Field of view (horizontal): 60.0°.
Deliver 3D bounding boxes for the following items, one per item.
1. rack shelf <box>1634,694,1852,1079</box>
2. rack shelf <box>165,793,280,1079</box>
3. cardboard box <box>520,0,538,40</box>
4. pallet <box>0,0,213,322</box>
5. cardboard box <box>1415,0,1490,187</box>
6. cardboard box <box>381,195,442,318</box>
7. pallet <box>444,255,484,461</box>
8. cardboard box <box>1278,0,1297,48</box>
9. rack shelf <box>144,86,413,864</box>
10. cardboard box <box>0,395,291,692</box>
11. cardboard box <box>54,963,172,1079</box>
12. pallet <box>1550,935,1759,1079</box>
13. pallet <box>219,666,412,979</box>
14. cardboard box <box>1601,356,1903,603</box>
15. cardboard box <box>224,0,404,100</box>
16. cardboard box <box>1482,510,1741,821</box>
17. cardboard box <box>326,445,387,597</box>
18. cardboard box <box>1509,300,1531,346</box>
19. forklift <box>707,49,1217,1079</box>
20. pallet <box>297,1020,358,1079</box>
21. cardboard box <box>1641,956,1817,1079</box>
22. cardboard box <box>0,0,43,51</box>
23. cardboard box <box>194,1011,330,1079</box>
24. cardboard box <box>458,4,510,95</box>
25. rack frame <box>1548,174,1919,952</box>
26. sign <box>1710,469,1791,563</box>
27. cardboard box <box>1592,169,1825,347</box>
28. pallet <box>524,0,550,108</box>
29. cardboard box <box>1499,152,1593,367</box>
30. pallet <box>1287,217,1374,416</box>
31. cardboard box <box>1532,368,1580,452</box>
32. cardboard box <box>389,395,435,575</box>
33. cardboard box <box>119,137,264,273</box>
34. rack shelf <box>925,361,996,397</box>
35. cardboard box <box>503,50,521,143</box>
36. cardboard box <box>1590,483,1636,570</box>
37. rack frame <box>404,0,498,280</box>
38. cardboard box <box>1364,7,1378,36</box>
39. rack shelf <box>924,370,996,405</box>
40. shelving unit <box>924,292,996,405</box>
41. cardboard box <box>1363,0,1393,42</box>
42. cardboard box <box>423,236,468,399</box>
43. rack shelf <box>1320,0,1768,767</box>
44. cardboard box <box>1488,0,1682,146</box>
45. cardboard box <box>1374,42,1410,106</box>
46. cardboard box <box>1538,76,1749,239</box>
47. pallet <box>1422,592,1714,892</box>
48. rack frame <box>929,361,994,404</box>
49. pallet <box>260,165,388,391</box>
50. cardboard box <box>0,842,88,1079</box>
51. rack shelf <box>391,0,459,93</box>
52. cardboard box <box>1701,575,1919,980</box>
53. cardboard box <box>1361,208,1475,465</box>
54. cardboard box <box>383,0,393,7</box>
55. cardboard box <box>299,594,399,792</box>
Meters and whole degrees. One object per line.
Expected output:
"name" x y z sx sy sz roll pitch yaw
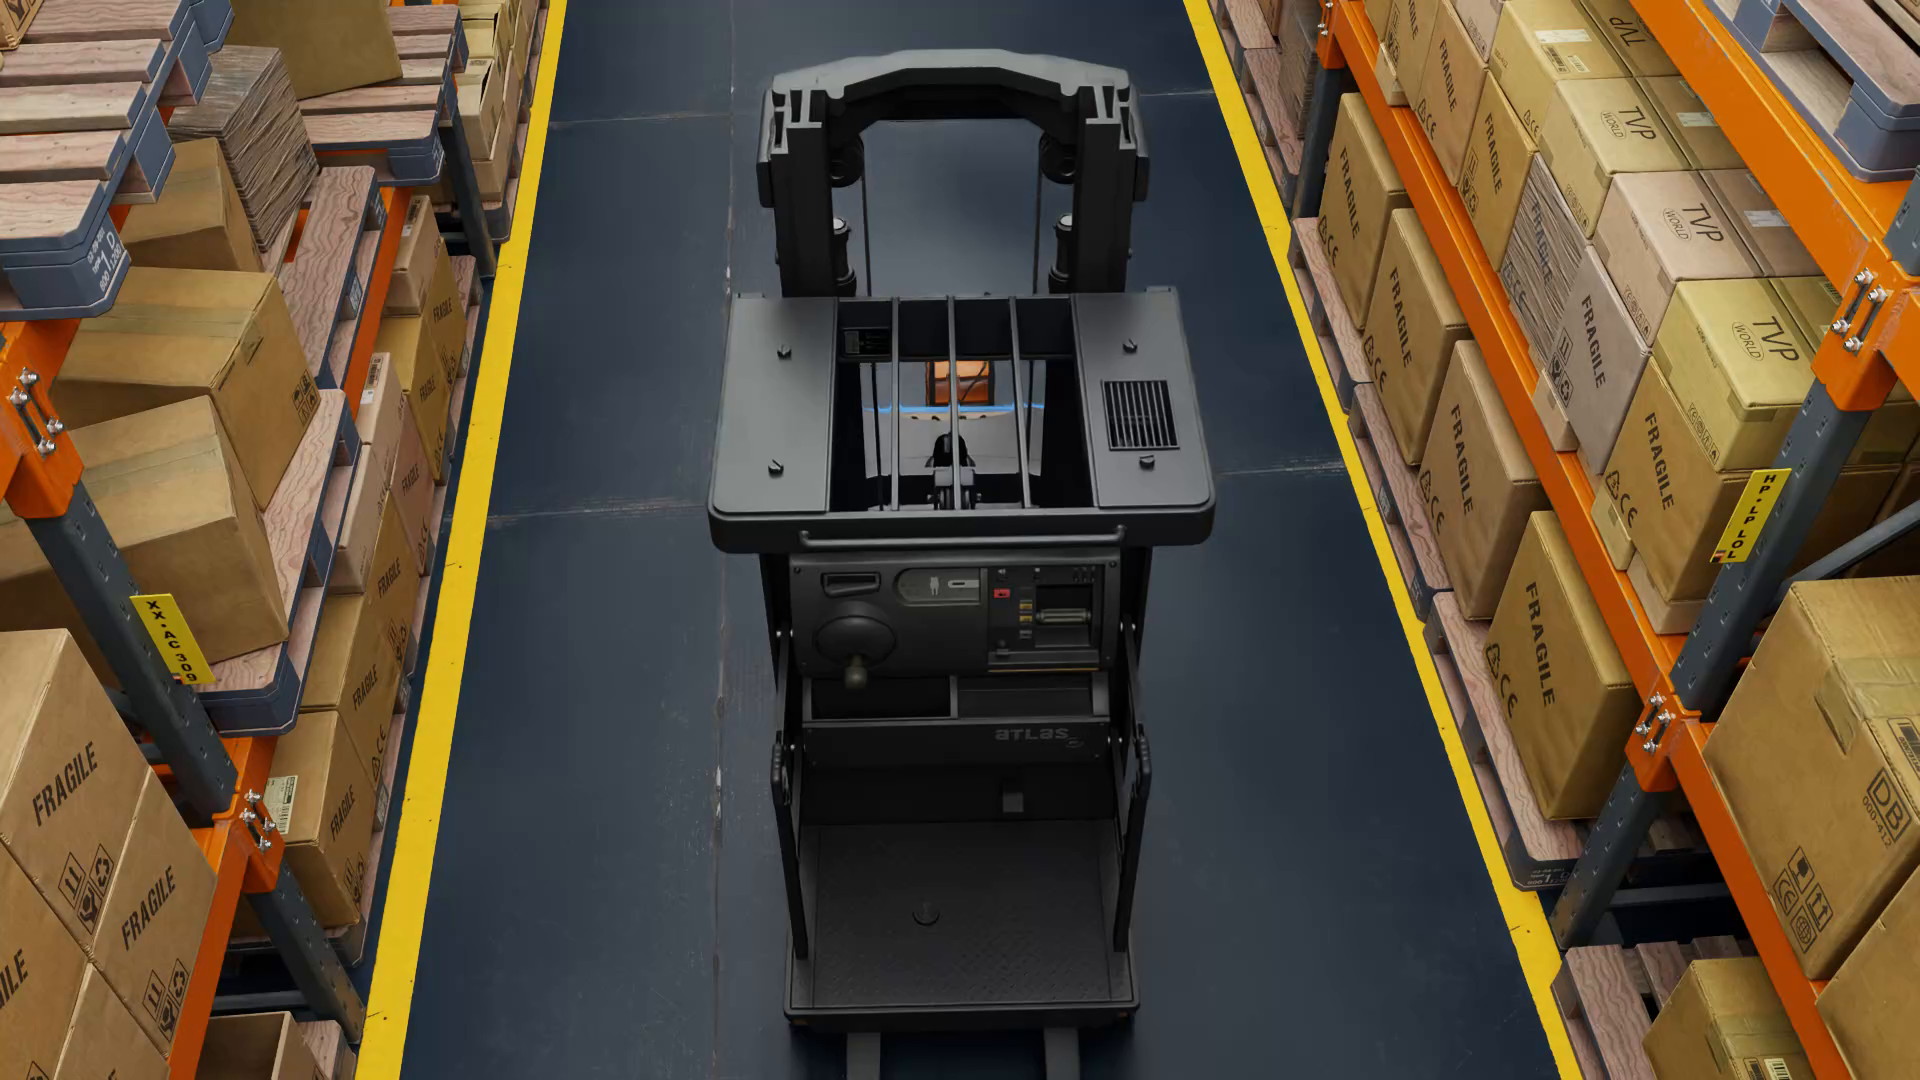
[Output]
"rack shelf" 2.672 1.969 3.451 1.077 0.370 4.000 -3 47 -3
"rack shelf" -2.264 2.273 3.164 1.077 0.370 4.000 -3 47 -3
"cardboard box" -2.652 -3.022 9.287 0.500 0.250 0.500 -3 47 -2
"pallet" -2.416 -0.865 3.703 1.213 0.211 1.003 -3 47 -3
"cardboard box" 2.030 -1.658 6.103 0.500 0.500 0.500 -4 47 -3
"cardboard box" -2.445 -1.163 6.824 0.500 0.250 0.500 -2 47 -2
"pallet" -2.741 -0.814 7.512 1.003 0.211 1.213 -3 47 -3
"cardboard box" 2.130 -2.809 8.899 0.700 0.500 0.500 -4 47 -3
"rack shelf" -2.599 -0.621 5.905 1.077 0.370 4.000 -3 47 -3
"cardboard box" -2.248 0.043 4.422 0.700 0.500 0.500 -18 49 -16
"cardboard box" -2.089 1.263 3.556 0.500 0.500 0.500 -2 47 -2
"pallet" 2.490 1.788 5.048 1.003 0.211 1.213 -3 47 -3
"pallet" -2.537 0.951 5.841 1.003 0.211 1.213 -3 47 -3
"cardboard box" 2.215 -0.188 4.711 0.500 0.500 0.500 -4 47 -4
"cardboard box" -2.601 -2.046 6.400 0.700 0.500 0.500 -18 49 -16
"cardboard box" 2.321 0.407 5.627 0.750 0.750 0.750 -3 47 -3
"cardboard box" -2.313 -0.060 5.779 0.500 0.250 0.500 -3 47 -3
"cardboard box" 2.132 -0.795 5.733 0.380 0.149 0.250 -5 47 -4
"forklift" -0.005 0.319 4.565 1.130 2.935 3.031 -1 47 -1
"pallet" -2.375 2.034 4.815 1.003 0.211 1.213 -3 47 -3
"cardboard box" 2.465 1.537 4.797 0.700 0.500 0.500 -3 47 -3
"cardboard box" -2.479 -1.517 3.765 0.600 0.600 0.600 -4 47 -4
"cardboard box" -2.101 1.681 4.647 0.500 0.500 0.500 -3 47 -3
"cardboard box" -2.570 -2.484 8.391 0.500 0.311 0.500 -5 47 -4
"rack frame" 2.505 0.274 4.561 1.000 3.000 0.127 -3 47 -3
"sign" 1.965 -0.056 4.131 0.100 0.325 0.005 -3 47 -3
"cardboard box" 2.177 -0.820 4.793 0.500 0.250 0.500 -3 47 -2
"pallet" -2.895 -2.836 9.427 1.003 0.211 1.213 -3 47 -3
"cardboard box" 2.129 -0.920 5.405 0.500 0.500 0.500 -3 47 -3
"pallet" 2.161 -1.086 7.769 1.003 0.211 1.213 -3 47 -3
"cardboard box" 2.092 -0.432 5.389 0.380 0.149 0.250 -3 47 -3
"cardboard box" -2.361 -0.191 6.420 0.500 0.500 0.500 -5 47 -5
"cardboard box" -2.641 -0.875 5.291 0.700 0.500 0.500 -14 48 -13
"rack shelf" -0.001 -0.640 6.232 0.258 0.103 0.180 -3 47 -3
"cardboard box" -2.560 -2.275 8.580 0.500 0.250 0.500 -5 47 -4
"cardboard box" 2.150 -0.055 5.031 0.380 0.149 0.250 -3 47 -3
"rack frame" -2.766 -2.316 7.014 1.000 3.000 0.127 -3 47 -3
"cardboard box" 1.967 -2.288 7.147 0.380 0.149 0.250 -4 47 -4
"rack shelf" -0.001 -0.558 6.319 0.258 0.103 0.180 -3 47 -3
"shelving unit" -0.001 -0.423 6.461 0.258 1.200 0.189 -3 47 -3
"cardboard box" 1.955 -2.396 6.802 0.500 0.500 0.500 -2 47 -2
"cardboard box" -2.454 -0.945 7.134 0.500 0.500 0.500 -2 47 -2
"rack shelf" 2.337 -0.925 6.192 1.077 0.370 4.000 -3 47 -3
"cardboard box" 2.091 -1.558 5.492 0.500 0.250 0.500 -4 47 -4
"cardboard box" 1.917 -1.908 6.786 0.380 0.149 0.250 -2 47 -2
"cardboard box" 2.135 -1.189 5.143 0.500 0.250 0.500 -3 47 -3
"pallet" 2.365 0.680 6.097 1.003 0.211 1.213 -3 47 -3
"rack frame" 0.006 -0.357 6.398 0.240 1.200 0.006 -3 47 -3
"pallet" -2.599 -0.843 5.751 1.003 0.211 1.213 -3 47 -3
"cardboard box" -2.085 0.921 3.191 0.500 0.500 0.500 -4 47 -4
"rack shelf" -2.934 -3.515 8.645 1.077 0.370 4.000 -3 47 -3
"cardboard box" 2.534 0.565 4.079 0.980 0.700 0.700 -3 47 -3
"cardboard box" 2.168 -0.851 6.817 0.750 0.750 0.750 -4 47 -3
"cardboard box" -2.753 -2.551 7.298 0.500 0.311 0.500 -1 47 -1
"cardboard box" -2.285 0.536 5.731 0.500 0.500 0.500 -3 47 -3
